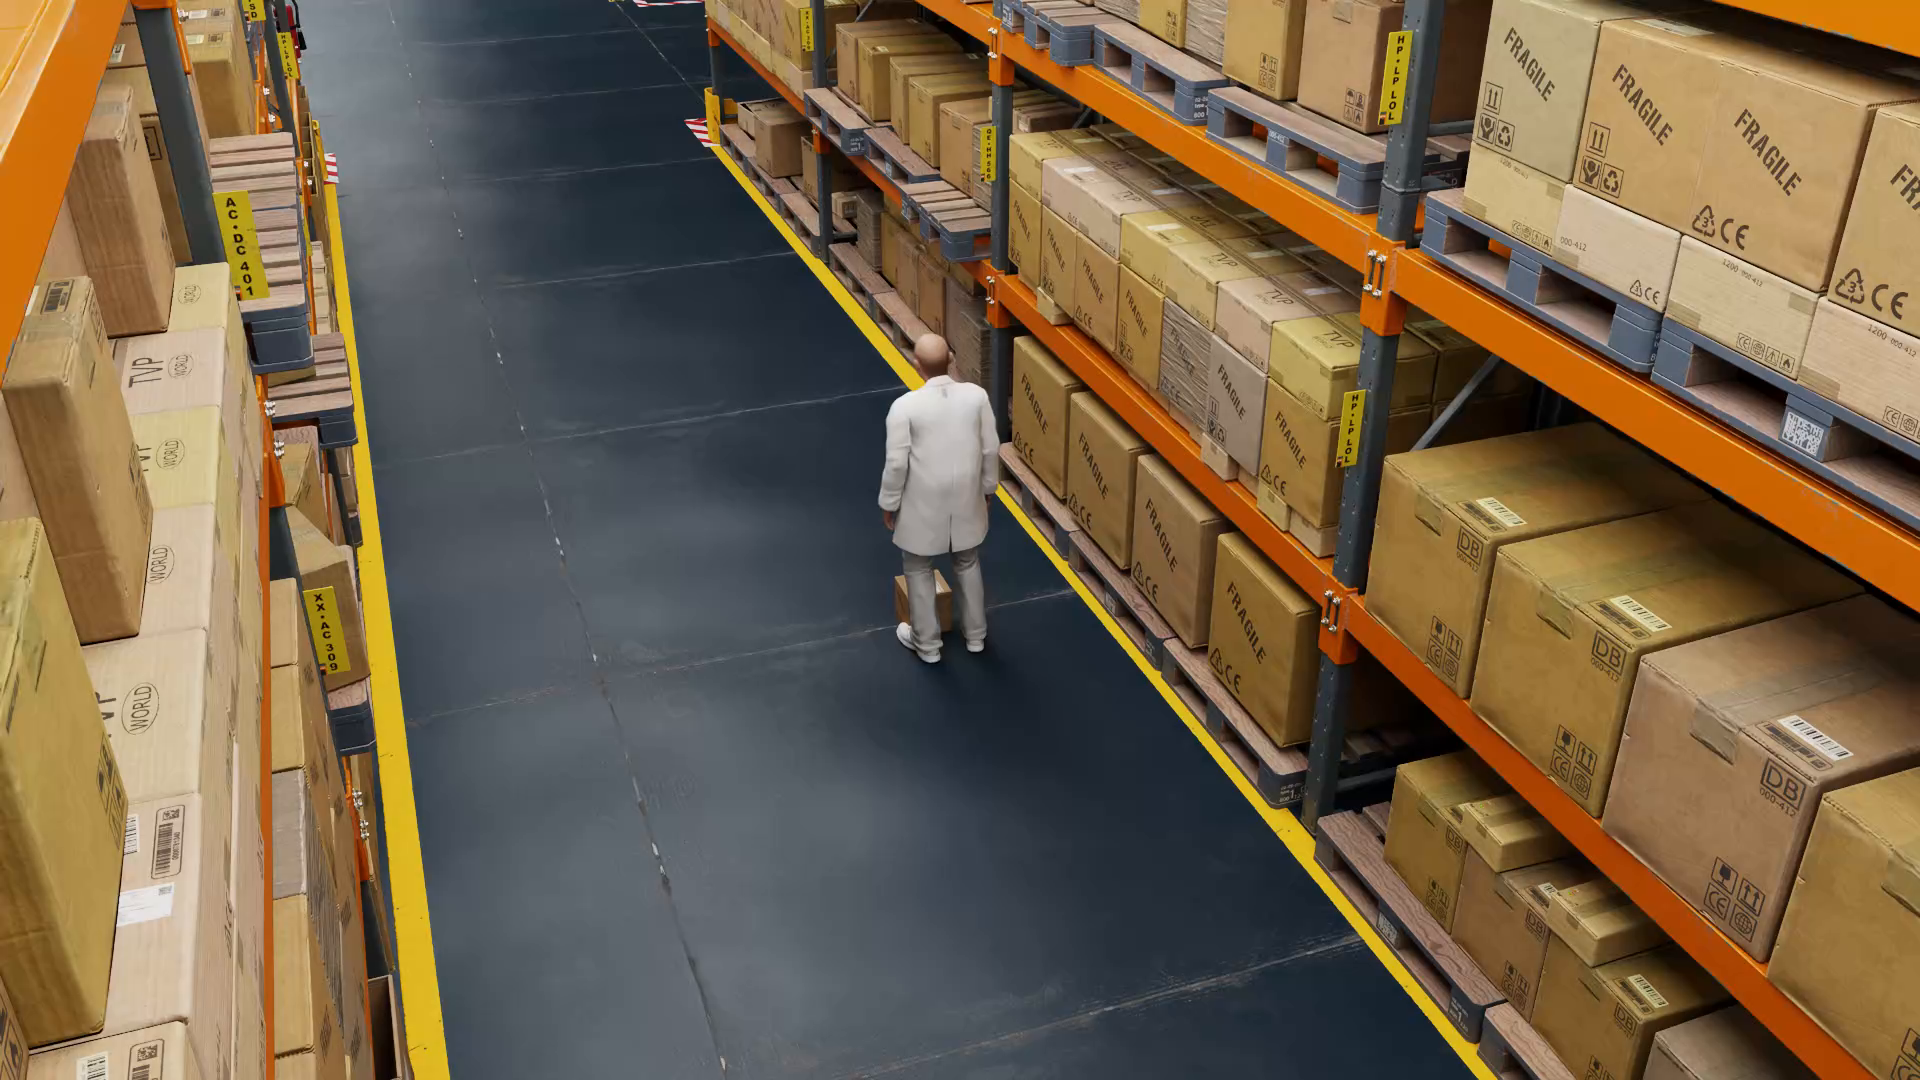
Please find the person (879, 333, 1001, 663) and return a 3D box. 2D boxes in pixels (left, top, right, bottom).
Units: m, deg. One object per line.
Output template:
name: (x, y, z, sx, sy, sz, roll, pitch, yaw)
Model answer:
person: (-0.103, -0.208, 8.512, 0.642, 1.774, 0.420, -10, 31, -18)
